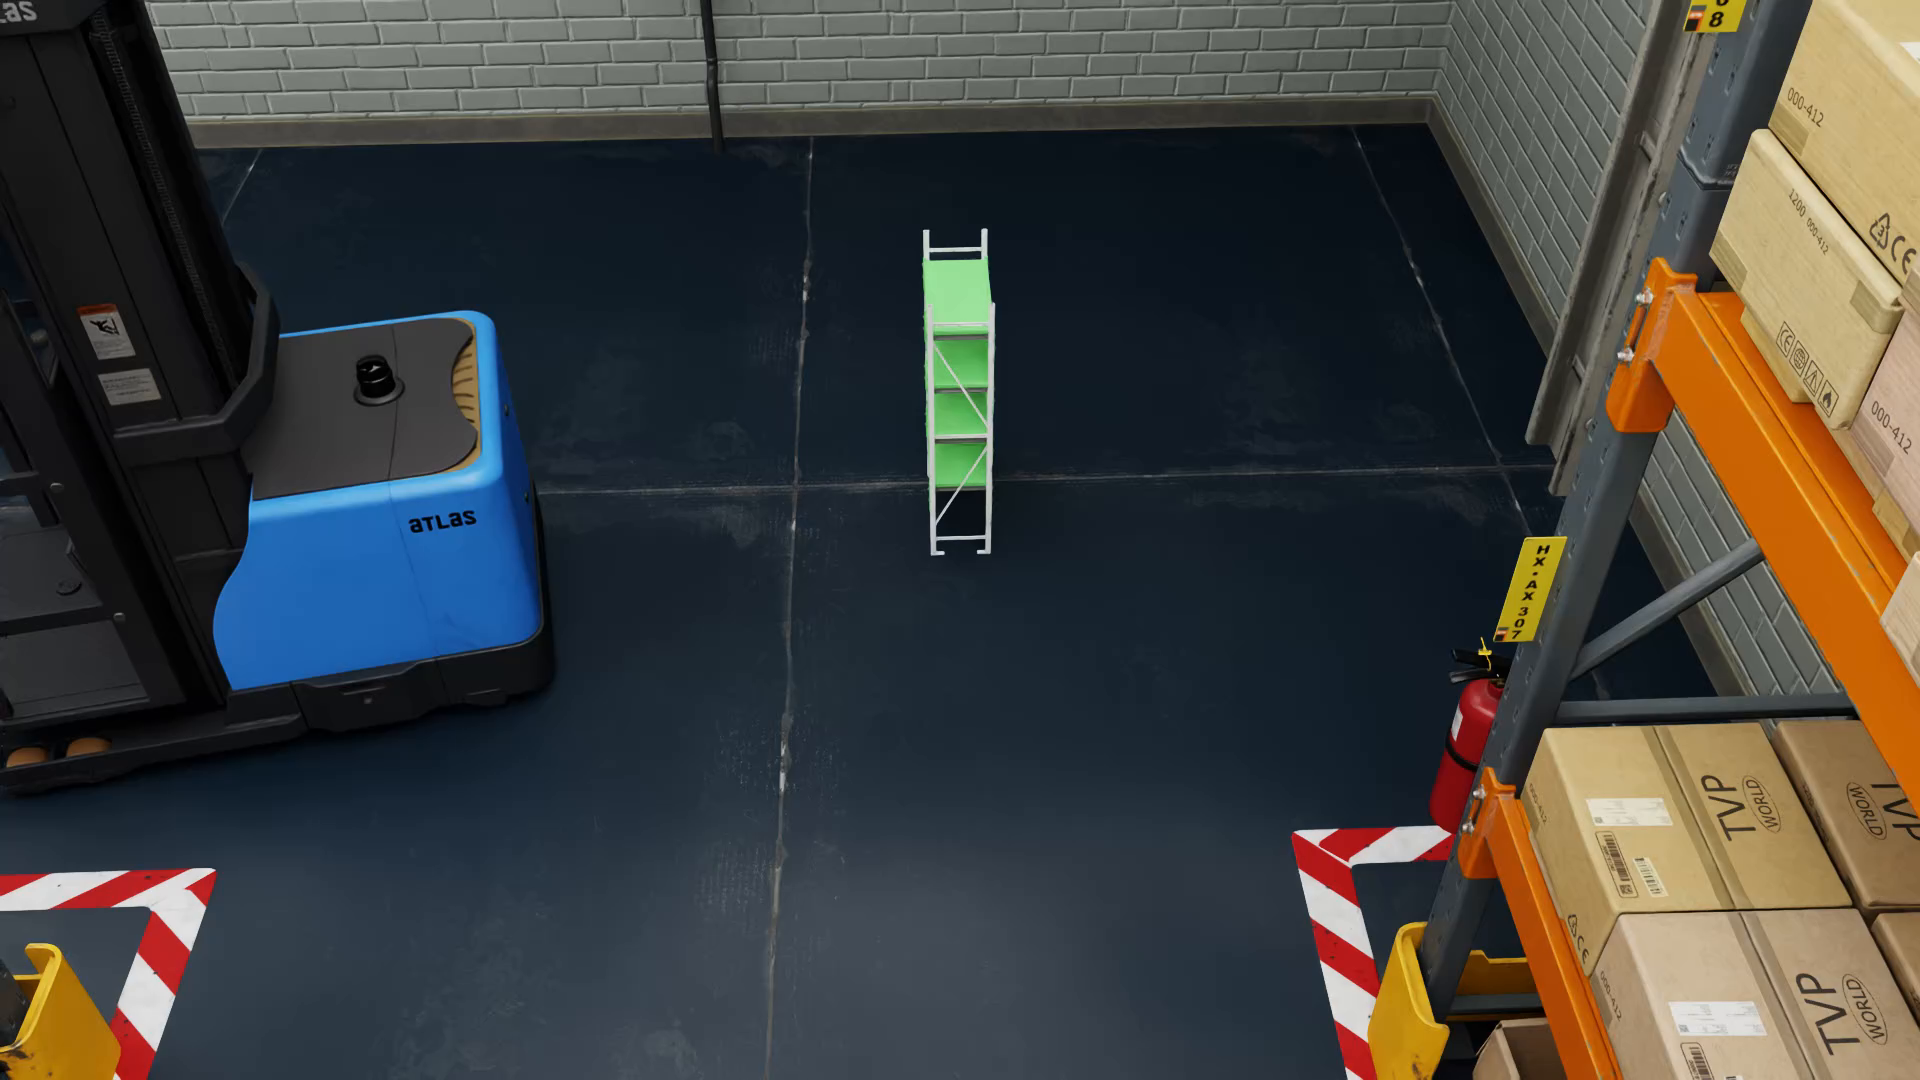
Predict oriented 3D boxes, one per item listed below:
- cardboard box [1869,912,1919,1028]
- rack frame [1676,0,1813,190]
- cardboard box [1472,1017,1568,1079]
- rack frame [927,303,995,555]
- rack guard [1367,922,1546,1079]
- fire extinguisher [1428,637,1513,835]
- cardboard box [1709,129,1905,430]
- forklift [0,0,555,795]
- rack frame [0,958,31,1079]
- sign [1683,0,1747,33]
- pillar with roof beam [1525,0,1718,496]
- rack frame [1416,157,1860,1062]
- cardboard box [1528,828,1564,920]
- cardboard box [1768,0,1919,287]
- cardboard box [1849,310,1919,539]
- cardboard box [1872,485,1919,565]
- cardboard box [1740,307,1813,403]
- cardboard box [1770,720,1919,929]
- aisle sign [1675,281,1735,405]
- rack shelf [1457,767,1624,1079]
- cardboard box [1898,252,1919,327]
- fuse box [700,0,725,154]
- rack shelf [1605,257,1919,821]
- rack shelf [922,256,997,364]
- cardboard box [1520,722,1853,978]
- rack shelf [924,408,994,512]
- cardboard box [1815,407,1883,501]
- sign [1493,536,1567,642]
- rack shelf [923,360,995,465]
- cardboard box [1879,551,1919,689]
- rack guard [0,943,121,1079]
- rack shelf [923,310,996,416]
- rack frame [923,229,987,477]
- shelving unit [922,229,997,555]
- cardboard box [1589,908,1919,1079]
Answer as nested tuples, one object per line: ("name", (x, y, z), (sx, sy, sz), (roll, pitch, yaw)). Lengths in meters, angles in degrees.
("cardboard box", (2.139, 1.015, 3.314), (0.500, 0.250, 0.500), (-2, 43, -2))
("rack frame", (1.834, -1.793, 2.047), (1.000, 3.000, 0.127), (-2, 43, -2))
("cardboard box", (1.765, 1.599, 4.322), (0.797, 0.503, 0.637), (-3, 43, -3))
("rack frame", (0.003, -0.389, 6.287), (0.240, 1.200, 0.015), (-2, 43, -2))
("rack guard", (1.837, 1.391, 4.862), (1.175, 0.500, 0.348), (-2, 43, -2))
("fire extinguisher", (1.366, 0.498, 4.320), (0.296, 0.674, 0.183), (-2, 43, -2))
("cardboard box", (1.579, -0.434, 2.675), (0.500, 0.250, 0.500), (-2, 43, -2))
("forklift", (-3.064, -0.595, 5.230), (3.031, 2.935, 1.130), (-9, 43, -10))
("rack frame", (-3.125, 0.563, 3.916), (1.000, 3.000, 0.127), (-2, 43, -2))
("sign", (1.291, -0.994, 2.748), (0.100, 0.325, 0.005), (-2, 43, -2))
("pillar with roof beam", (-1.682, -3.516, 3.926), (9.100, 9.000, 0.400), (-2, 43, -2))
("rack frame", (1.834, 0.418, 4.074), (1.000, 3.000, 0.127), (-2, 43, -2))
("cardboard box", (1.573, 0.741, 3.908), (0.380, 0.149, 0.250), (-2, 43, -2))
("cardboard box", (1.602, -0.619, 2.507), (0.500, 0.250, 0.500), (-2, 43, -2))
("cardboard box", (1.622, -0.092, 2.301), (0.500, 0.250, 0.500), (-1, 43, -1))
("cardboard box", (1.646, -0.023, 2.521), (0.380, 0.149, 0.250), (-1, 43, -2))
("cardboard box", (1.615, -0.373, 2.903), (0.380, 0.149, 0.250), (-1, 43, -1))
("cardboard box", (2.118, 0.667, 3.693), (0.500, 0.250, 0.500), (0, 43, -1))
("aisle sign", (1.537, -0.578, 3.236), (0.394, 0.787, 0.004), (-2, 43, -2))
("rack shelf", (1.919, 2.034, 2.844), (1.077, 0.370, 4.000), (-2, 43, -2))
("cardboard box", (1.604, -0.275, 2.132), (0.500, 0.250, 0.500), (-2, 43, -2))
("fuse box", (-1.283, -2.730, 8.461), (0.539, 1.711, 0.414), (-2, 43, -2))
("rack shelf", (1.919, 0.928, 1.830), (1.077, 0.370, 4.000), (-2, 43, -2))
("rack shelf", (-0.007, -0.861, 6.185), (0.258, 0.148, 0.480), (-2, 43, -2))
("cardboard box", (1.584, 0.678, 3.681), (0.500, 0.250, 0.500), (-1, 43, -2))
("rack shelf", (-0.007, -0.330, 6.672), (0.258, 0.148, 0.480), (-2, 43, -2))
("cardboard box", (1.652, -0.197, 2.711), (0.380, 0.149, 0.250), (-1, 43, -1))
("sign", (1.291, 0.115, 3.764), (0.100, 0.325, 0.005), (-2, 43, -2))
("rack shelf", (-0.007, -0.507, 6.510), (0.258, 0.148, 0.480), (-2, 43, -2))
("cardboard box", (1.554, 0.148, 2.334), (0.380, 0.149, 0.250), (-1, 43, -1))
("rack guard", (-3.126, 1.469, 4.778), (1.175, 0.500, 0.348), (-2, 43, -2))
("rack shelf", (-0.007, -0.684, 6.348), (0.258, 0.148, 0.480), (-2, 43, -2))
("rack frame", (-0.017, -0.719, 6.646), (0.240, 1.200, 0.015), (-2, 43, -2))
("shelving unit", (-0.007, -0.554, 6.467), (0.258, 1.200, 0.503), (-2, 43, -2))
("cardboard box", (1.605, 1.018, 3.310), (0.500, 0.250, 0.500), (-1, 43, -1))
